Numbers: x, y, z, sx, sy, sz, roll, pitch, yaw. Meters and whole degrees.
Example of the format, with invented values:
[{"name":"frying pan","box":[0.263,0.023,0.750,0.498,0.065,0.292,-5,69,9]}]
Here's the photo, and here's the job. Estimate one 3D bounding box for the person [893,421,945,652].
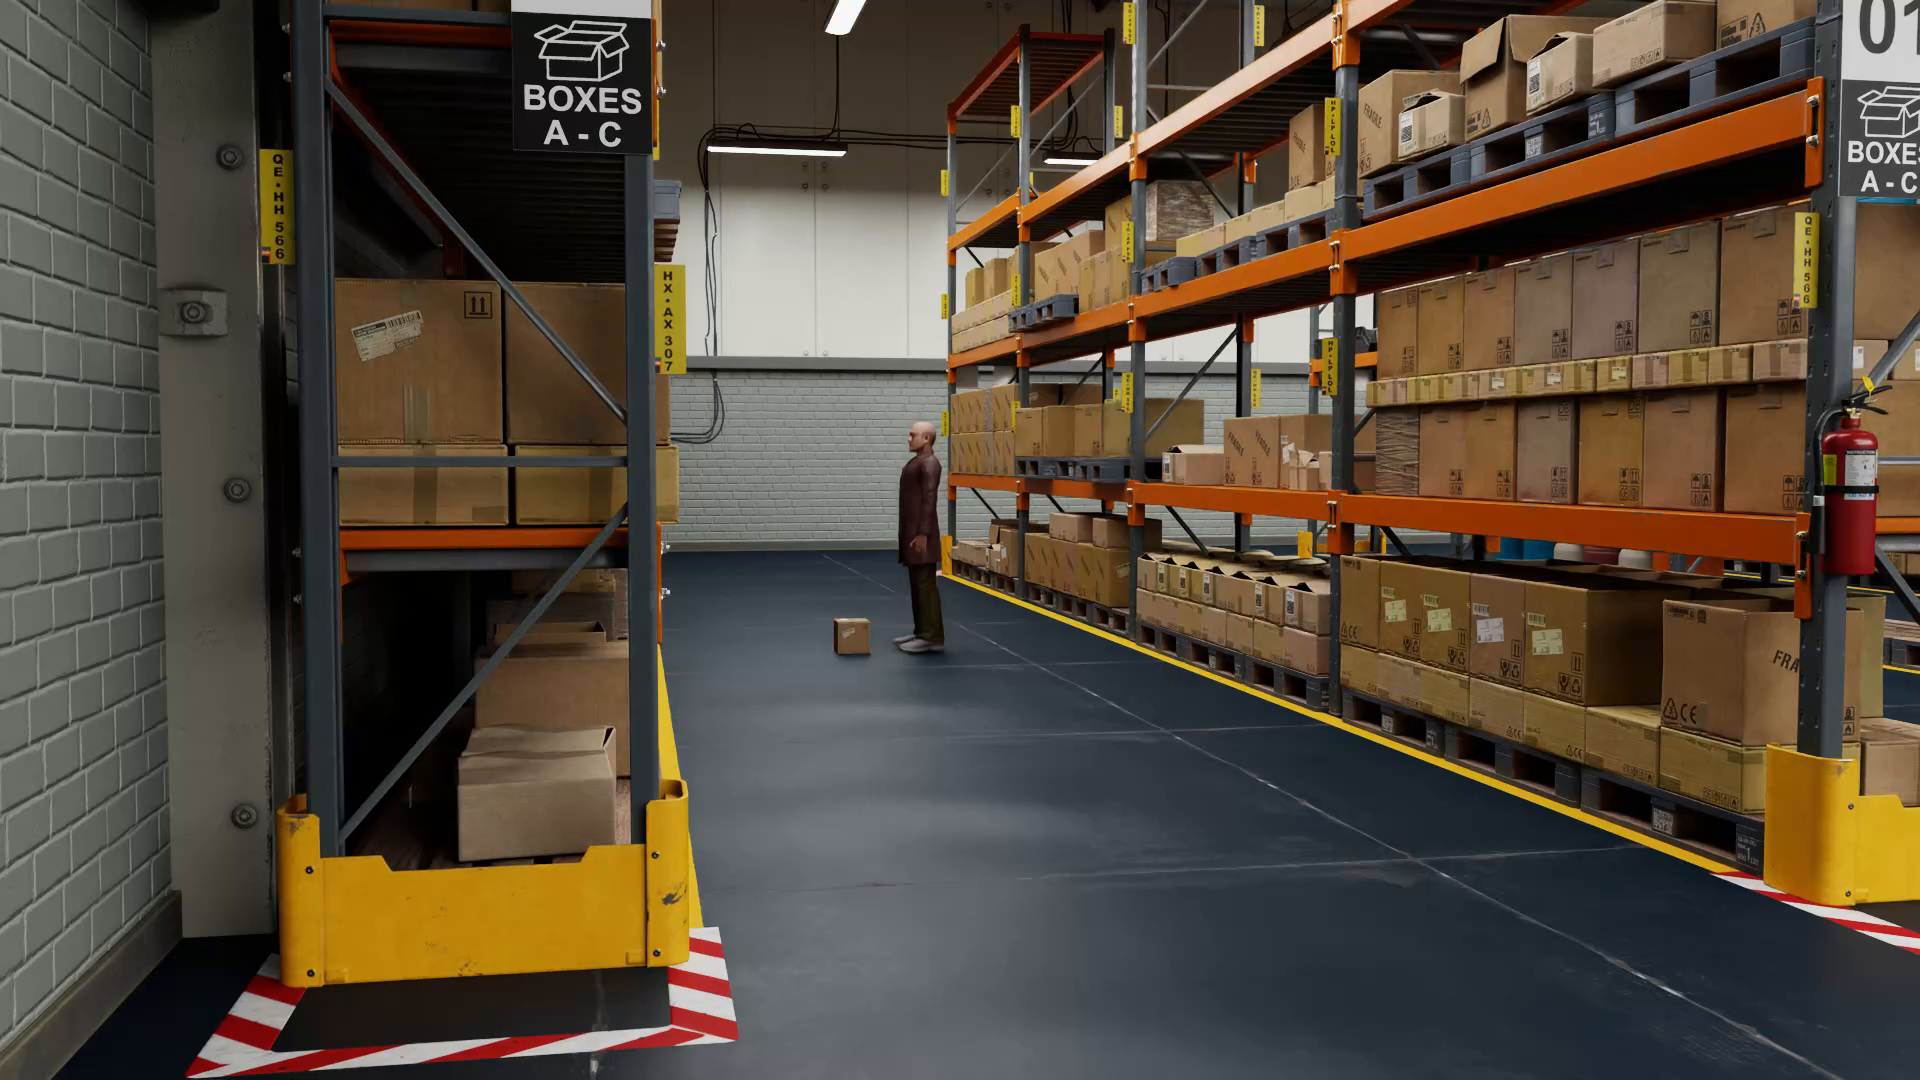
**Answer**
[{"name":"person","box":[-0.316,-0.032,12.967,0.374,1.784,0.562,-1,3,-10]}]
